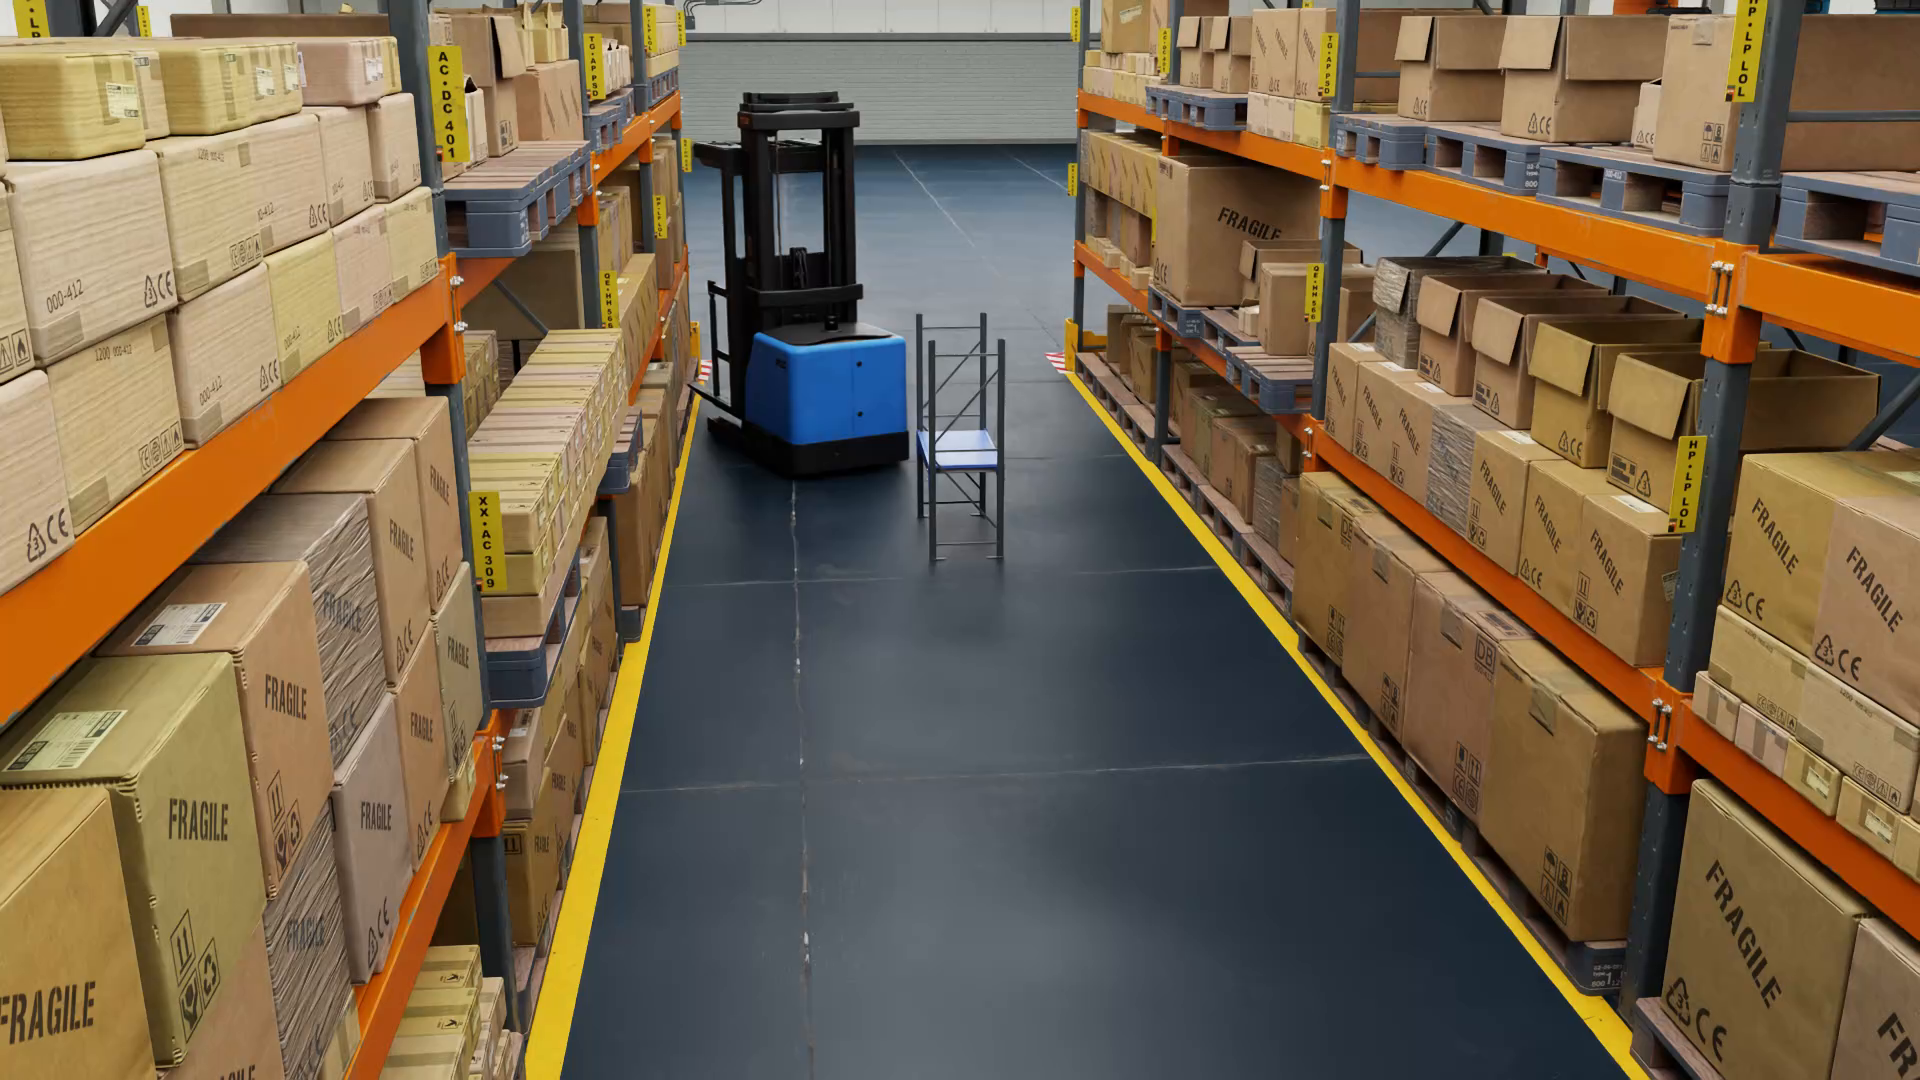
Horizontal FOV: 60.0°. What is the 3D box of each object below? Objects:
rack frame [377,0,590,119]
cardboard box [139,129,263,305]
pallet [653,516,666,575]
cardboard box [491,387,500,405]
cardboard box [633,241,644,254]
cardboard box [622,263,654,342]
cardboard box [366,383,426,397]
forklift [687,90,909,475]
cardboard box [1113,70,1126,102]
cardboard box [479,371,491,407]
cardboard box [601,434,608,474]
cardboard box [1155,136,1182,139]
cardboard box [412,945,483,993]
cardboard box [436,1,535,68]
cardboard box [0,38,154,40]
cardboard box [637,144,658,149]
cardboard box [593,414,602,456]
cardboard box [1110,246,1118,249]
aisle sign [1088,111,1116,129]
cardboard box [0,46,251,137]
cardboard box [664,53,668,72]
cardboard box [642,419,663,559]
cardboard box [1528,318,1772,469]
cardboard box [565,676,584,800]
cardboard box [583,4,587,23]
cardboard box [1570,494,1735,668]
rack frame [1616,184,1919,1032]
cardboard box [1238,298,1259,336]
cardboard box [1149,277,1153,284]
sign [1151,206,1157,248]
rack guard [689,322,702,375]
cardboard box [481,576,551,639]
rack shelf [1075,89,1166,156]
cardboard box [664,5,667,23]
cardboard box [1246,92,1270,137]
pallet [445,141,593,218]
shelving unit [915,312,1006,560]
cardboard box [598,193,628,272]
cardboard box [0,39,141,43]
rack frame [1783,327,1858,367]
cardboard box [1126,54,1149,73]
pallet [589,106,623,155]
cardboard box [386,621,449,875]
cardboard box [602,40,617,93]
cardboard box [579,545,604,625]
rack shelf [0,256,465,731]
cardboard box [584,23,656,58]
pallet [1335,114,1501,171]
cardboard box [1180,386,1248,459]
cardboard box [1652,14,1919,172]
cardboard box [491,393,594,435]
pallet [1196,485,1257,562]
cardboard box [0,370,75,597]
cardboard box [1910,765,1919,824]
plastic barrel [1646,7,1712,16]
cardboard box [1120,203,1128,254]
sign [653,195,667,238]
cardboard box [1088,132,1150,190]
[{"bbox_3d":[-2.433,-3.617,8.175,1.000,3.000,0.127,-2,18,-6],"label":"rack frame"},{"bbox_3d":[-1.544,-0.565,2.878,0.500,0.250,0.500,-2,18,-8],"label":"cardboard box"},{"bbox_3d":[-2.563,-0.024,11.402,1.003,0.211,1.213,-2,18,-6],"label":"pallet"},{"bbox_3d":[-2.588,-0.696,8.604,0.380,0.149,0.250,-2,18,-6],"label":"cardboard box"},{"bbox_3d":[-2.896,-2.128,13.196,0.875,0.550,0.550,-2,18,-6],"label":"cardboard box"},{"bbox_3d":[-2.474,-1.697,11.906,0.500,0.500,0.500,-2,18,-6],"label":"cardboard box"},{"bbox_3d":[-2.441,-0.584,7.254,0.380,0.149,0.250,-1,17,-4],"label":"cardboard box"},{"bbox_3d":[-1.555,-2.309,14.137,1.130,2.935,3.031,-9,20,-27],"label":"forklift"},{"bbox_3d":[1.643,-4.013,14.695,0.500,0.250,0.500,-1,17,-4],"label":"cardboard box"},{"bbox_3d":[-2.553,-0.746,8.268,0.380,0.149,0.250,-1,17,-3],"label":"cardboard box"},{"bbox_3d":[-1.823,-0.397,7.653,0.380,0.149,0.250,-3,18,-8],"label":"cardboard box"},{"bbox_3d":[2.094,-3.474,15.402,0.500,0.500,0.500,-2,18,-6],"label":"cardboard box"},{"bbox_3d":[-1.725,1.411,5.241,0.380,0.149,0.250,-1,17,-4],"label":"cardboard box"},{"bbox_3d":[-1.980,-2.104,6.918,0.396,0.266,0.258,-2,18,-6],"label":"cardboard box"},{"bbox_3d":[-2.237,-1.175,4.155,0.380,0.149,0.250,-3,18,-8],"label":"cardboard box"},{"bbox_3d":[-3.188,-3.281,15.068,0.875,0.550,0.550,-2,18,-6],"label":"cardboard box"},{"bbox_3d":[-1.794,-0.460,7.356,0.380,0.149,0.250,-1,17,-4],"label":"cardboard box"},{"bbox_3d":[1.613,-2.677,15.616,0.380,0.149,0.250,-2,18,-6],"label":"cardboard box"},{"bbox_3d":[1.381,-4.511,16.698,0.394,0.787,0.004,-2,18,-6],"label":"aisle sign"},{"bbox_3d":[-1.511,-0.807,2.983,0.380,0.149,0.250,-2,18,-7],"label":"cardboard box"},{"bbox_3d":[-2.702,-4.078,14.202,0.380,0.149,0.250,-2,17,-5],"label":"cardboard box"},{"bbox_3d":[-2.500,-0.326,10.764,1.050,0.750,0.750,-2,17,-5],"label":"cardboard box"},{"bbox_3d":[2.790,-0.607,6.762,0.797,0.503,0.637,-2,17,-5],"label":"cardboard box"},{"bbox_3d":[-1.957,0.888,7.314,0.500,0.500,0.500,-1,17,-5],"label":"cardboard box"},{"bbox_3d":[-3.358,-4.438,14.017,0.380,0.149,0.250,-2,17,-5],"label":"cardboard box"},{"bbox_3d":[2.603,0.135,6.072,0.500,0.500,0.500,-2,18,-5],"label":"cardboard box"},{"bbox_3d":[2.923,0.314,5.670,1.000,3.000,0.127,-2,18,-6],"label":"rack frame"},{"bbox_3d":[2.070,-1.503,10.979,0.396,0.266,0.258,-2,18,-7],"label":"cardboard box"},{"bbox_3d":[1.767,-2.080,13.713,0.380,0.149,0.250,-2,18,-6],"label":"cardboard box"},{"bbox_3d":[1.559,-2.464,13.071,0.100,0.325,0.005,-2,18,-6],"label":"sign"},{"bbox_3d":[-3.261,-1.953,17.063,1.175,0.500,0.348,-2,18,-6],"label":"rack guard"},{"bbox_3d":[-1.604,0.225,5.671,0.380,0.149,0.250,-3,18,-8],"label":"cardboard box"},{"bbox_3d":[1.892,-3.753,14.818,1.077,0.370,4.000,-2,18,-6],"label":"rack shelf"},{"bbox_3d":[-2.729,-4.534,14.323,0.380,0.149,0.250,-2,18,-5],"label":"cardboard box"},{"bbox_3d":[2.104,-2.669,10.412,0.500,0.250,0.500,-1,17,-4],"label":"cardboard box"},{"bbox_3d":[-2.089,-1.401,6.437,1.213,0.211,1.003,-2,18,-6],"label":"pallet"},{"bbox_3d":[-0.009,-0.741,11.533,0.538,1.500,1.048,-2,18,-6],"label":"shelving unit"},{"bbox_3d":[-2.734,-2.170,11.746,0.700,0.500,0.500,-2,18,-7],"label":"cardboard box"},{"bbox_3d":[-2.155,-1.102,3.922,0.380,0.149,0.250,-2,18,-6],"label":"cardboard box"},{"bbox_3d":[7.024,-2.223,13.749,1.000,3.000,0.127,-2,18,-6],"label":"rack frame"},{"bbox_3d":[1.636,-4.100,14.305,0.380,0.149,0.250,-1,17,-3],"label":"cardboard box"},{"bbox_3d":[-2.553,-2.286,9.258,1.213,0.211,1.003,-1,17,-3],"label":"pallet"},{"bbox_3d":[-1.638,0.537,4.294,0.500,0.500,0.500,-2,18,-7],"label":"cardboard box"},{"bbox_3d":[-2.394,-2.916,10.231,0.500,0.311,0.500,-2,18,-7],"label":"cardboard box"},{"bbox_3d":[-2.039,0.225,8.171,0.500,0.250,0.500,-2,17,-5],"label":"cardboard box"},{"bbox_3d":[-1.815,-0.055,3.038,1.077,0.370,4.000,-2,18,-6],"label":"rack shelf"},{"bbox_3d":[-2.618,-3.850,12.812,0.500,0.250,0.500,-2,18,-5],"label":"cardboard box"},{"bbox_3d":[2.630,-2.029,8.439,1.213,0.211,1.003,-1,17,-3],"label":"pallet"},{"bbox_3d":[2.140,-0.903,12.985,0.700,0.500,0.500,-3,18,-10],"label":"cardboard box"},{"bbox_3d":[2.853,-1.538,5.692,0.700,0.500,0.500,-1,17,-4],"label":"cardboard box"},{"bbox_3d":[-1.770,-0.524,7.065,0.380,0.149,0.250,-1,17,-4],"label":"cardboard box"},{"bbox_3d":[2.309,-0.143,11.780,1.003,0.211,1.213,-2,18,-6],"label":"pallet"},{"bbox_3d":[-1.450,-0.030,2.006,0.500,0.250,0.500,-1,17,-4],"label":"cardboard box"},{"bbox_3d":[2.816,0.694,4.213,0.500,0.250,0.500,-1,17,-4],"label":"cardboard box"},{"bbox_3d":[6.856,-4.800,15.935,0.600,0.588,0.600,0,17,0],"label":"plastic barrel"},{"bbox_3d":[1.934,-2.841,15.056,0.875,0.500,0.500,-2,18,-6],"label":"cardboard box"},{"bbox_3d":[-2.307,-2.481,12.771,0.100,0.325,0.005,-2,18,-6],"label":"sign"},{"bbox_3d":[1.516,-3.607,15.824,0.500,0.500,0.500,-2,18,-6],"label":"cardboard box"}]
